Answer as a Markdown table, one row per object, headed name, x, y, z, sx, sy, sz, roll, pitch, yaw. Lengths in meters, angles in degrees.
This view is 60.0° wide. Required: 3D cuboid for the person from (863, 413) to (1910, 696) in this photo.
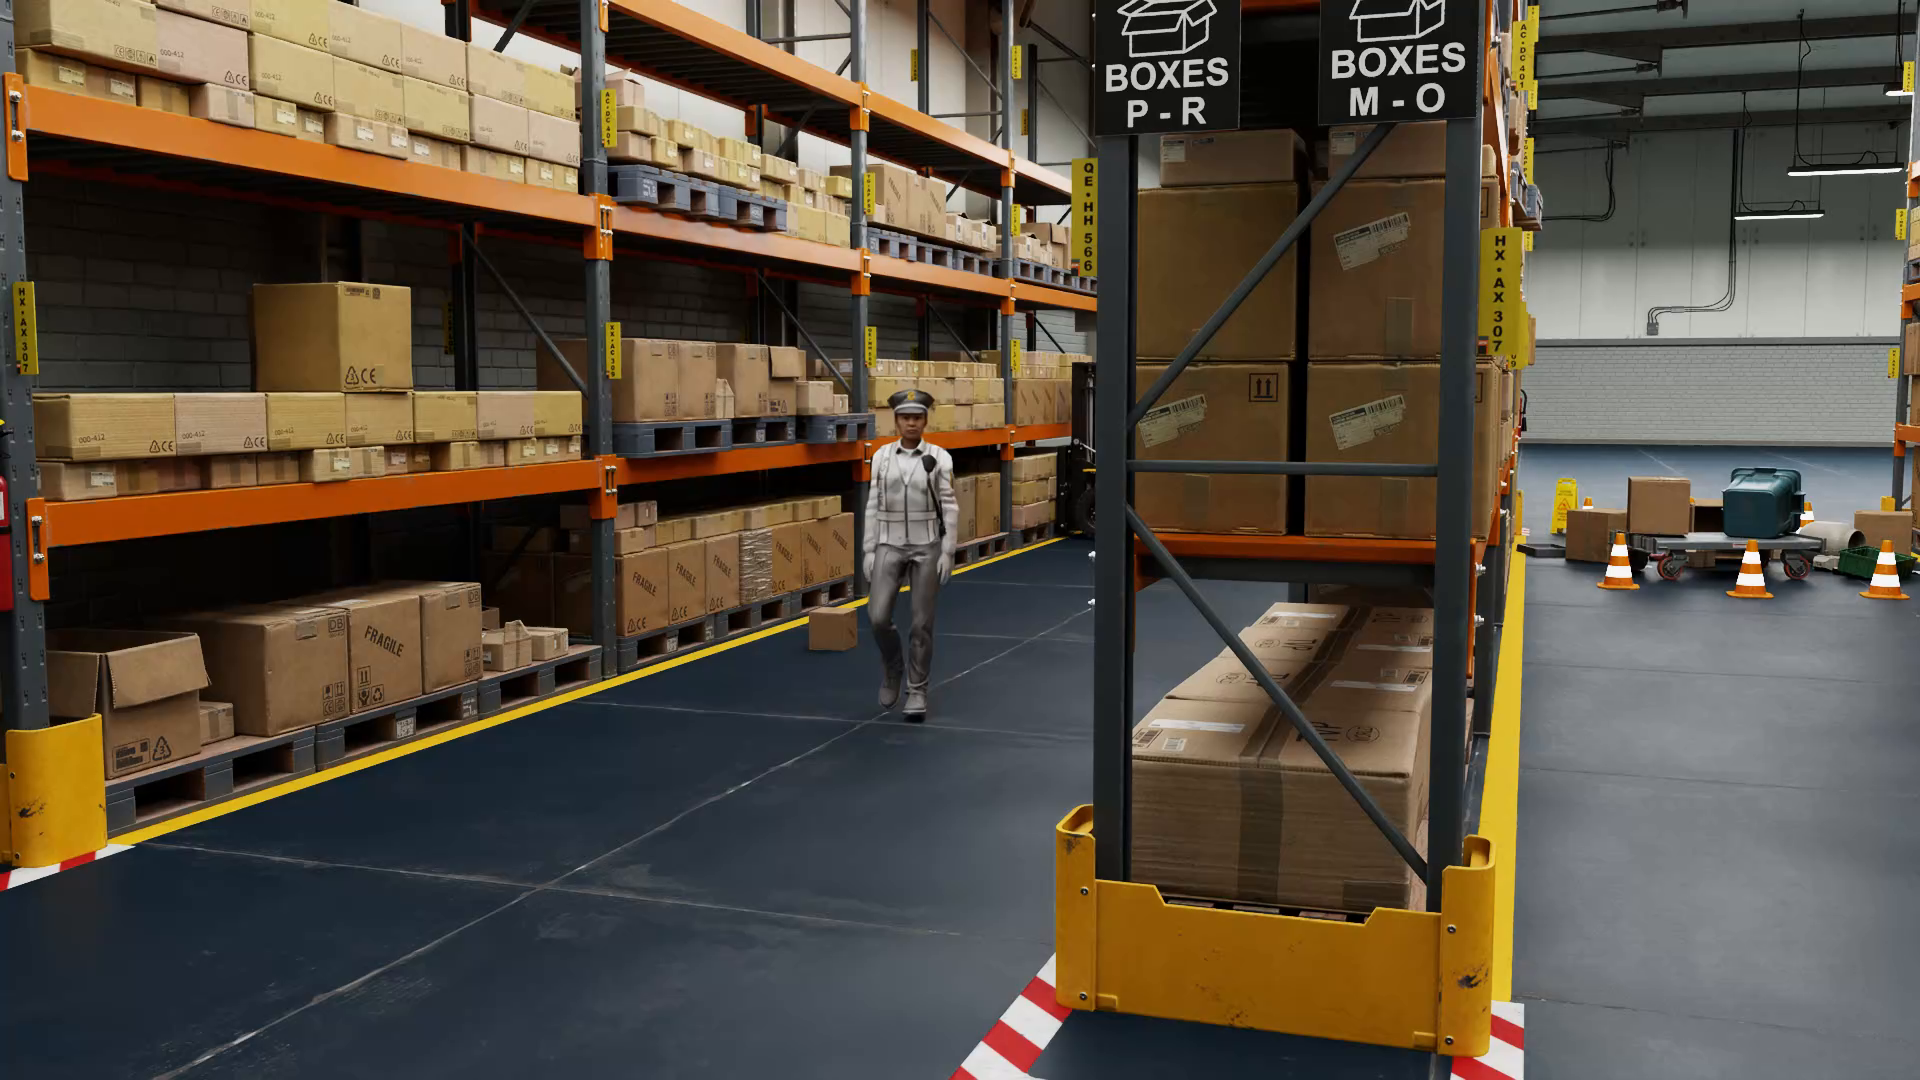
| name | x | y | z | sx | sy | sz | roll | pitch | yaw |
| --- | --- | --- | --- | --- | --- | --- | --- | --- | --- |
| person | 3.649 | -0.398 | 11.086 | 7.927 | 2.202 | 5.993 | 0 | 5 | 4 |
